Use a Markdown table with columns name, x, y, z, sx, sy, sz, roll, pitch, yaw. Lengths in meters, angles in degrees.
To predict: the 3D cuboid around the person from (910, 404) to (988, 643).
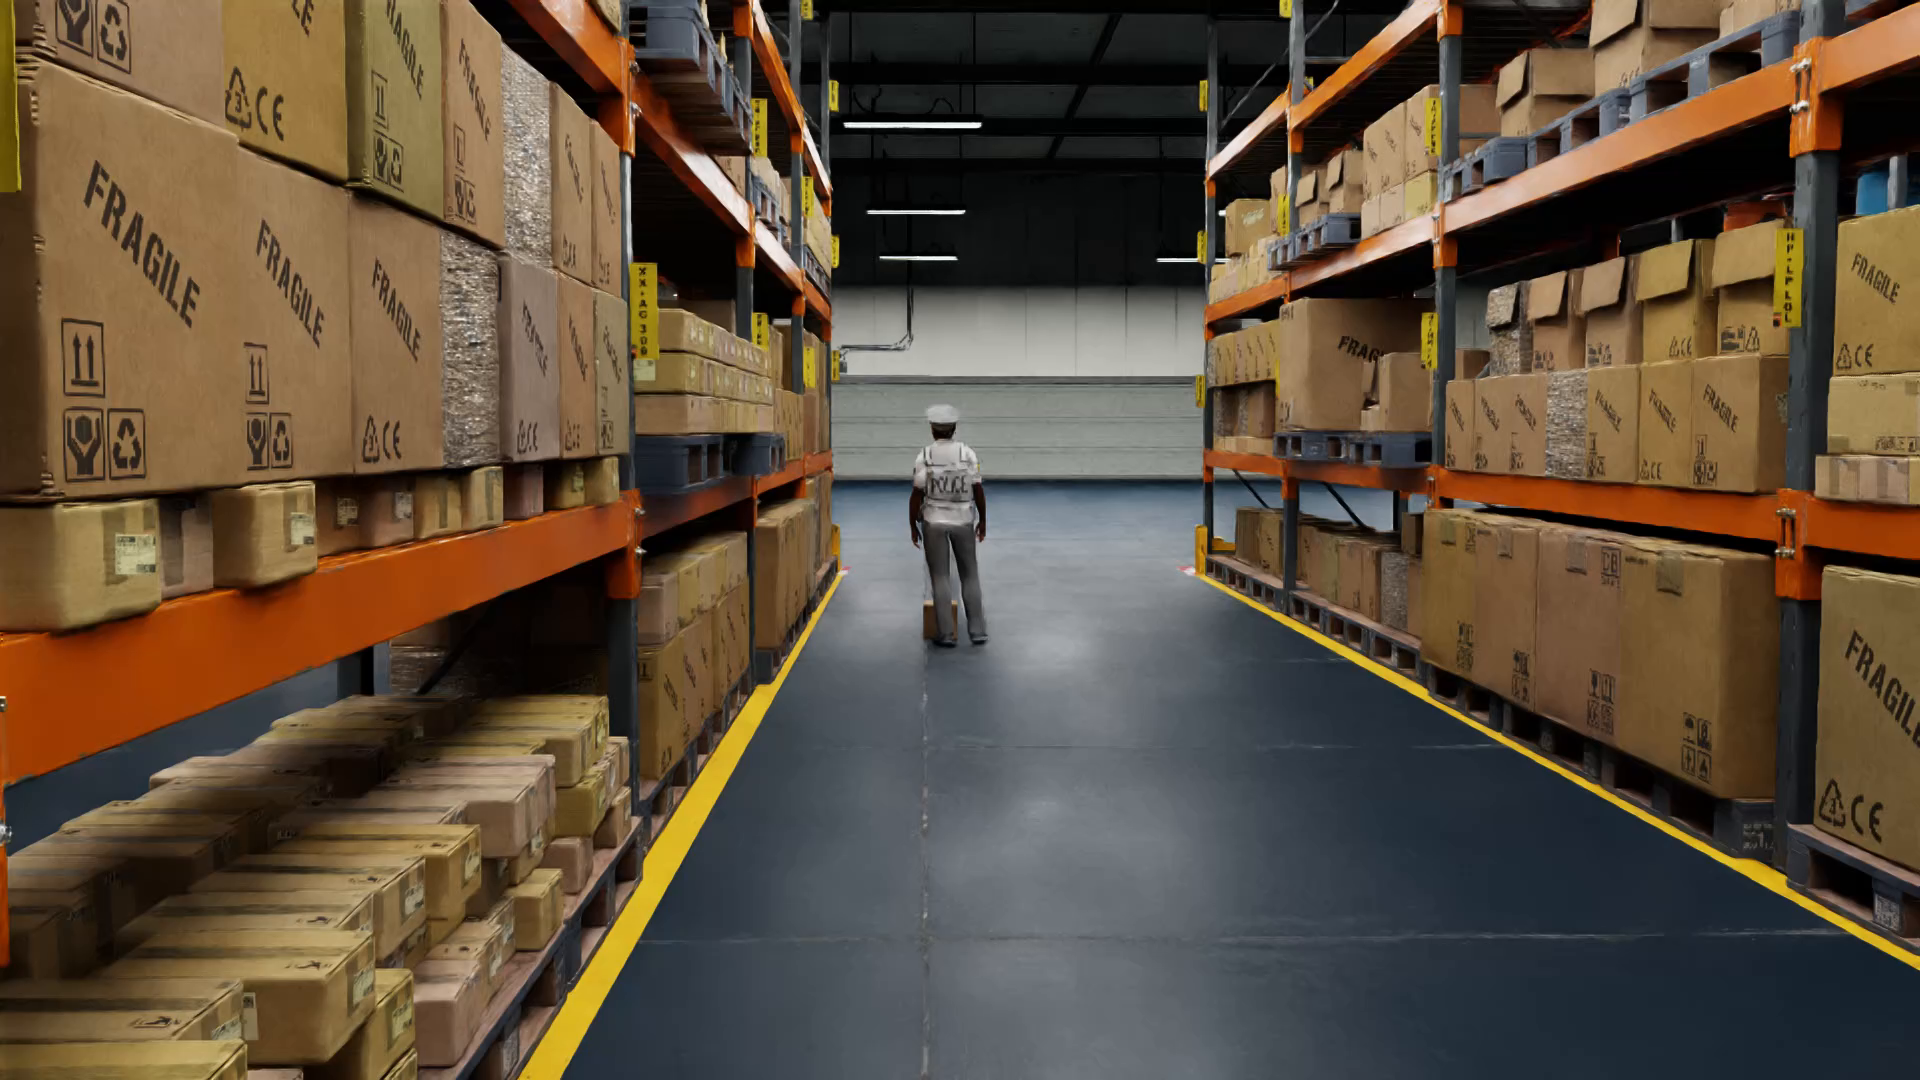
| name | x | y | z | sx | sy | sz | roll | pitch | yaw |
| --- | --- | --- | --- | --- | --- | --- | --- | --- | --- |
| person | -0.073 | -0.113 | 11.782 | 0.572 | 1.695 | 0.531 | 0 | 4 | -3 |
